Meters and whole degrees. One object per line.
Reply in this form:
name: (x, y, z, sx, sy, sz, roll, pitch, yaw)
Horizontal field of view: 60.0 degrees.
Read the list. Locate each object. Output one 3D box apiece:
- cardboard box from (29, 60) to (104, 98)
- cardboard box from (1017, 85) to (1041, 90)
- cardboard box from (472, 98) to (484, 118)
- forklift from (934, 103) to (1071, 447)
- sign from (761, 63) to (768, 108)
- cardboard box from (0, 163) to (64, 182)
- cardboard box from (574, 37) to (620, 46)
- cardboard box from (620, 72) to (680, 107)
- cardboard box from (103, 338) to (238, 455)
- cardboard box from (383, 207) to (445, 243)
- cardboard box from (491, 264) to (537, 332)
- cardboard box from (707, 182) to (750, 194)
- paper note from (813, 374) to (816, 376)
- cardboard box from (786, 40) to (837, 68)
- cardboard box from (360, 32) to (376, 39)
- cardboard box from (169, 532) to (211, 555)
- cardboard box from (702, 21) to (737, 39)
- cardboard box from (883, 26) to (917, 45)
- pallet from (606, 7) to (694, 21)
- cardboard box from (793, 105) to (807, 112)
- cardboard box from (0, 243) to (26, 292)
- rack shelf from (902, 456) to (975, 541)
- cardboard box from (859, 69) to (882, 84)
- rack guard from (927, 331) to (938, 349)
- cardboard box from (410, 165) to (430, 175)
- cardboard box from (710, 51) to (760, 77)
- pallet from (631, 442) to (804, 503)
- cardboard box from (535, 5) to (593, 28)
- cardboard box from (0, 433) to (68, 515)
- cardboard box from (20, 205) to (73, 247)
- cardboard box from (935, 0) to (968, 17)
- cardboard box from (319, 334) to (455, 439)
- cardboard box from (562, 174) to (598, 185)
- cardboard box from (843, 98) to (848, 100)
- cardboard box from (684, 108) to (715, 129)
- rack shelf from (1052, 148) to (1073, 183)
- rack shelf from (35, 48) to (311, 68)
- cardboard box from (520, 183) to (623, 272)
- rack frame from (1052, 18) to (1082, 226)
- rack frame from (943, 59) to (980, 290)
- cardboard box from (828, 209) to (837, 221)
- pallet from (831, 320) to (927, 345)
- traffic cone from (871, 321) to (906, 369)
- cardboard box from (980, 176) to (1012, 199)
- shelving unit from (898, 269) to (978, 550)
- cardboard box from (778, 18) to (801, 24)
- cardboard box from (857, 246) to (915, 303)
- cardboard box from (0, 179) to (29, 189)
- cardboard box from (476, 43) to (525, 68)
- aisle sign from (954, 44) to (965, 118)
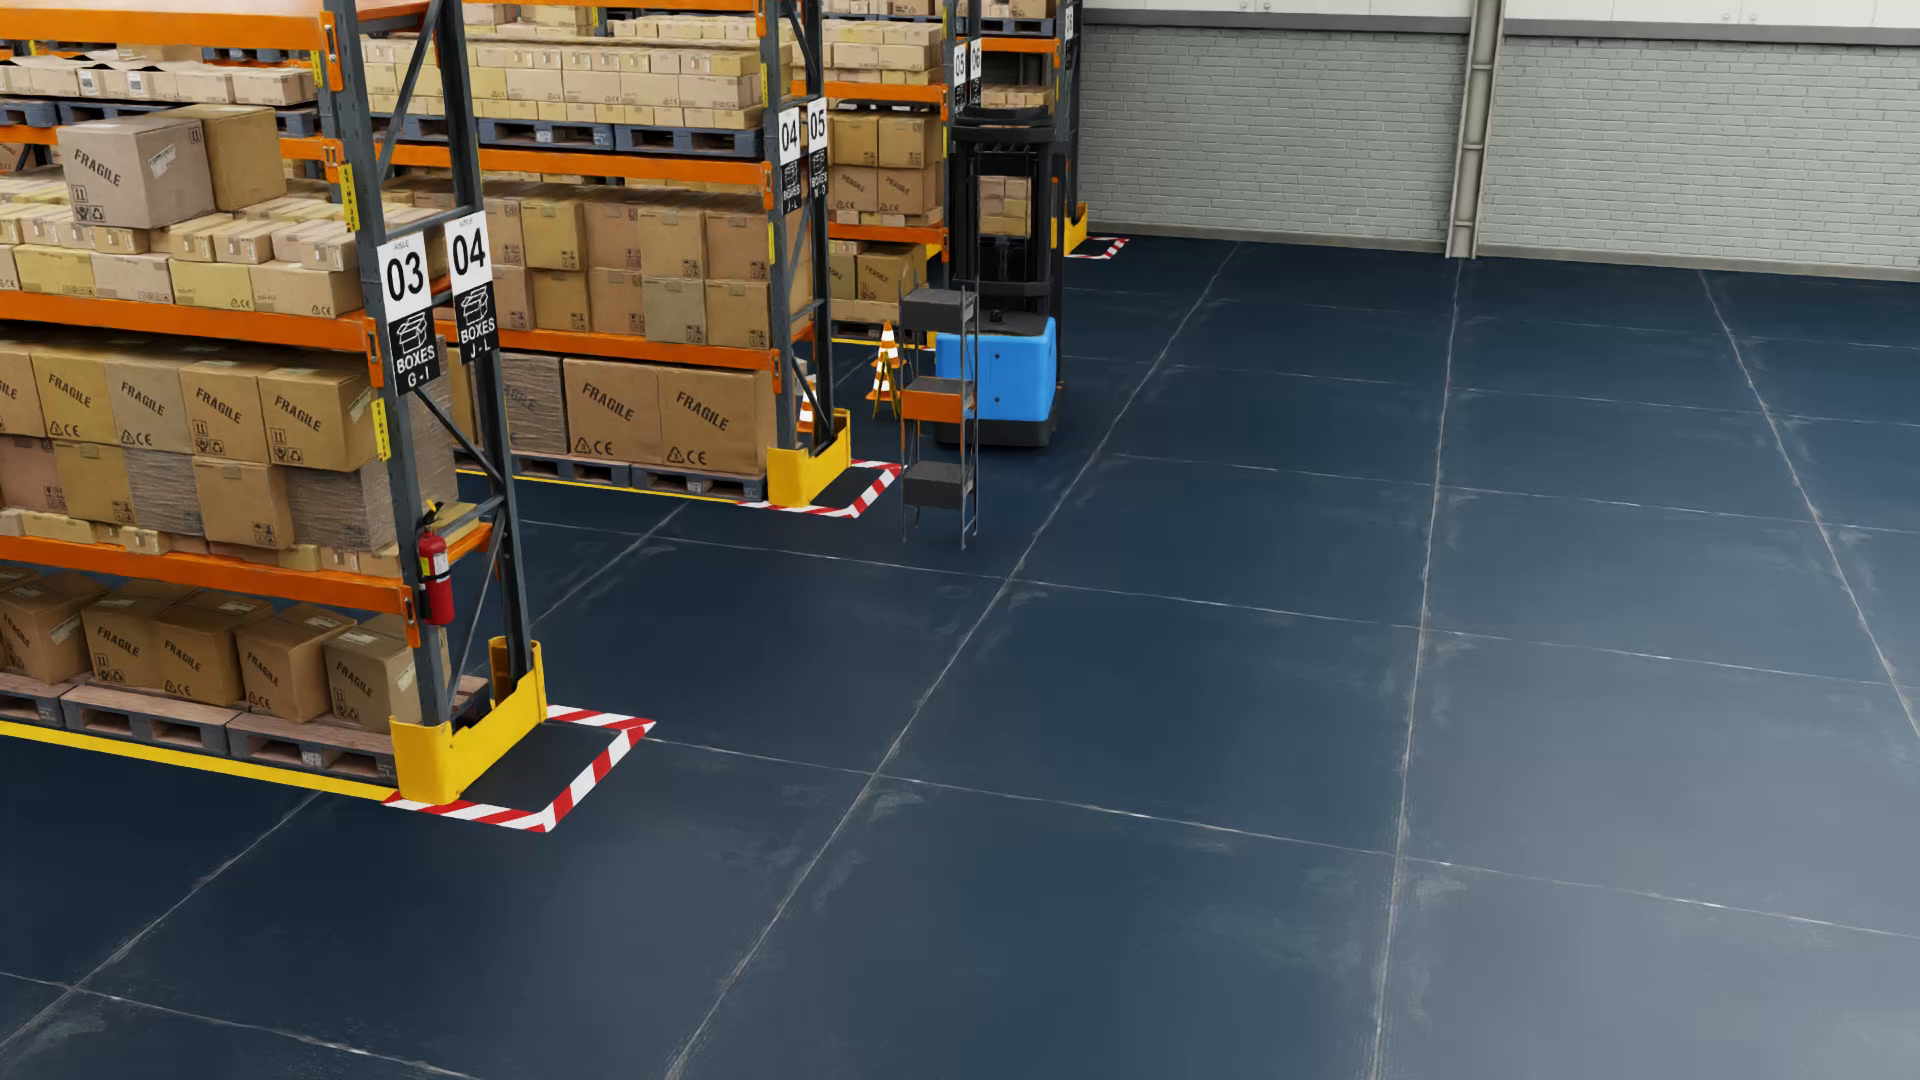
cardboard box: (-7.861, -4.103, 14.786, 0.500, 0.250, 0.500, 7, 23, 17)
cardboard box: (0.956, -6.145, 22.826, 0.250, 0.149, 0.380, 7, 23, 17)
cardboard box: (-3.915, -3.558, 13.590, 0.250, 0.149, 0.380, 6, 23, 15)
forklift: (0.469, -2.722, 15.950, 1.130, 2.935, 3.031, 3, 22, 7)
sign: (-1.481, -3.447, 12.610, 0.005, 0.325, 0.100, 7, 23, 16)
cardboard box: (-8.543, -3.215, 15.610, 0.500, 0.500, 0.700, 6, 23, 15)
cardboard box: (-3.000, -4.083, 13.818, 0.250, 0.149, 0.380, 7, 23, 16)
cardboard box: (-2.339, -3.585, 13.131, 0.500, 0.250, 0.500, 7, 23, 16)
cardboard box: (-4.396, -0.816, 9.371, 0.500, 0.500, 0.500, 7, 23, 16)
cardboard box: (-3.037, -1.708, 9.105, 0.250, 0.149, 0.380, 6, 23, 15)
cardboard box: (-3.767, -2.199, 14.387, 0.550, 0.550, 0.875, 7, 23, 16)
cardboard box: (-2.502, -4.058, 18.591, 0.500, 0.500, 0.500, 6, 23, 15)
paper note: (-1.458, -1.698, 17.274, 0.142, 0.019, 0.148, -1, 22, -3)
cardboard box: (-1.525, -5.216, 17.792, 0.500, 0.250, 0.500, 7, 23, 17)
cardboard box: (-6.732, -5.895, 19.509, 0.500, 0.500, 0.700, 7, 23, 16)
cardboard box: (-4.374, -0.062, 9.704, 0.250, 0.149, 0.380, 7, 23, 16)
cardboard box: (-2.596, -5.520, 18.006, 0.250, 0.149, 0.380, 6, 23, 14)
cardboard box: (-0.622, -5.304, 17.480, 0.250, 0.149, 0.380, 7, 23, 16)
pallet: (-4.459, -7.509, 23.825, 1.213, 0.211, 1.003, 8, 24, 18)
cardboard box: (-1.967, -4.496, 18.342, 0.500, 0.500, 0.700, 6, 23, 15)
cardboard box: (-5.332, -1.591, 9.345, 0.500, 0.250, 0.500, 6, 23, 13)
rack shelf: (-0.158, -0.329, 13.092, 0.480, 0.518, 0.431, 7, 23, 16)
cardboard box: (-0.892, -4.957, 17.686, 0.250, 0.149, 0.380, 7, 23, 17)
rack guard: (-0.050, -2.543, 18.716, 0.348, 0.500, 1.175, 7, 23, 16)
cardboard box: (-6.359, -4.417, 19.769, 0.250, 0.149, 0.380, 8, 24, 19)
cardboard box: (-1.731, -3.676, 12.828, 0.250, 0.149, 0.380, 7, 23, 16)
pallet: (-2.099, -0.651, 14.483, 1.213, 0.211, 1.003, 7, 23, 15)
cardboard box: (-4.399, -5.891, 18.617, 0.500, 0.250, 0.500, 7, 23, 17)
cardboard box: (-5.280, -0.555, 10.053, 0.500, 0.500, 0.875, 7, 23, 16)
cardboard box: (-4.932, -1.739, 9.182, 0.250, 0.149, 0.380, 7, 23, 17)
cardboard box: (0.007, -7.278, 22.197, 0.500, 0.500, 0.700, 7, 23, 16)
cardboard box: (-3.288, -0.896, 9.567, 0.500, 0.500, 0.500, 7, 23, 16)
cardboard box: (-4.379, -4.164, 19.151, 0.250, 0.149, 0.380, 7, 23, 16)
cardboard box: (-1.427, -6.049, 22.983, 0.250, 0.149, 0.380, 7, 23, 17)
cardboard box: (-1.968, -3.335, 13.046, 0.250, 0.149, 0.380, 7, 23, 16)
rack shelf: (-0.462, -5.381, 23.290, 4.000, 0.370, 1.077, 7, 23, 16)
rack shelf: (-9.551, -5.842, 20.461, 4.000, 0.370, 1.077, 7, 23, 16)
cardboard box: (-3.250, -2.654, 14.071, 0.500, 0.550, 0.875, 7, 23, 16)
rack frame: (1.453, -5.495, 22.619, 0.127, 3.000, 1.000, 7, 23, 16)
rack frame: (0.022, -3.691, 18.221, 0.127, 3.000, 1.000, 7, 23, 16)
cardboard box: (-1.371, -3.658, 18.471, 0.250, 0.149, 0.380, 7, 23, 16)
pallet: (-0.818, -2.511, 19.019, 1.213, 0.211, 1.003, 7, 23, 16)
traffic cone: (-0.762, -2.096, 17.675, 0.334, 0.463, 0.336, 7, 23, 16)
cardboard box: (0.431, -4.871, 22.849, 0.500, 0.250, 0.500, 7, 23, 16)
shelving unit: (-0.158, -0.990, 12.821, 0.503, 2.100, 0.431, 7, 23, 16)
cardboard box: (-1.929, -5.679, 18.396, 0.250, 0.149, 0.380, 7, 23, 16)
cardboard box: (-0.820, -2.953, 18.504, 0.500, 0.500, 0.500, 7, 23, 16)
cardboard box: (-5.780, -2.043, 9.922, 0.250, 0.149, 0.380, 5, 23, 13)
cardboard box: (-3.671, -3.899, 13.370, 0.250, 0.149, 0.380, 7, 23, 15)
aisle sign: (-0.002, -4.782, 17.454, 0.004, 0.787, 0.394, 7, 23, 16)
